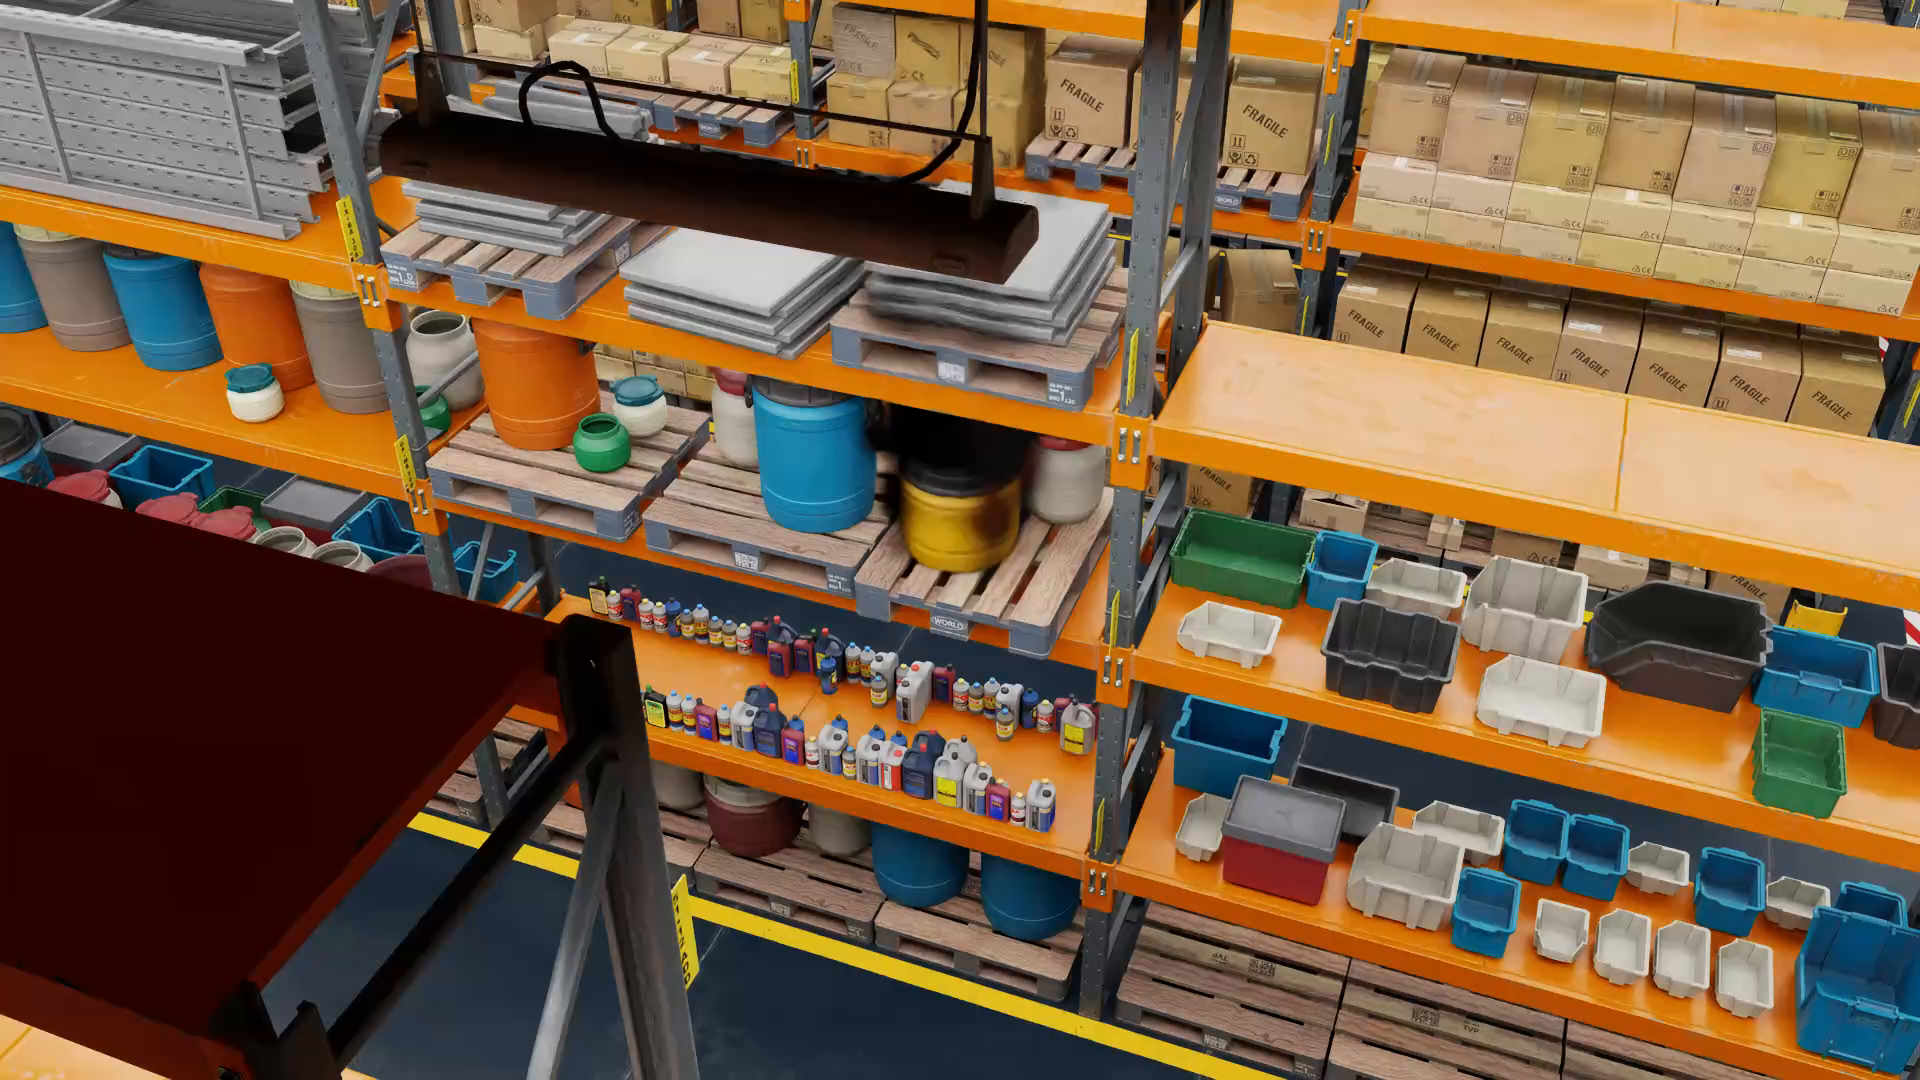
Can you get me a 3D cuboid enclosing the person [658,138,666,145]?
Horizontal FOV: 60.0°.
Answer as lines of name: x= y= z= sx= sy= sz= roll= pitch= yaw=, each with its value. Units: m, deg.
person: x=-3.078 y=-3.541 z=16.759 sx=1.000 sy=1.759 sz=0.643 roll=9 pitch=37 yaw=12
